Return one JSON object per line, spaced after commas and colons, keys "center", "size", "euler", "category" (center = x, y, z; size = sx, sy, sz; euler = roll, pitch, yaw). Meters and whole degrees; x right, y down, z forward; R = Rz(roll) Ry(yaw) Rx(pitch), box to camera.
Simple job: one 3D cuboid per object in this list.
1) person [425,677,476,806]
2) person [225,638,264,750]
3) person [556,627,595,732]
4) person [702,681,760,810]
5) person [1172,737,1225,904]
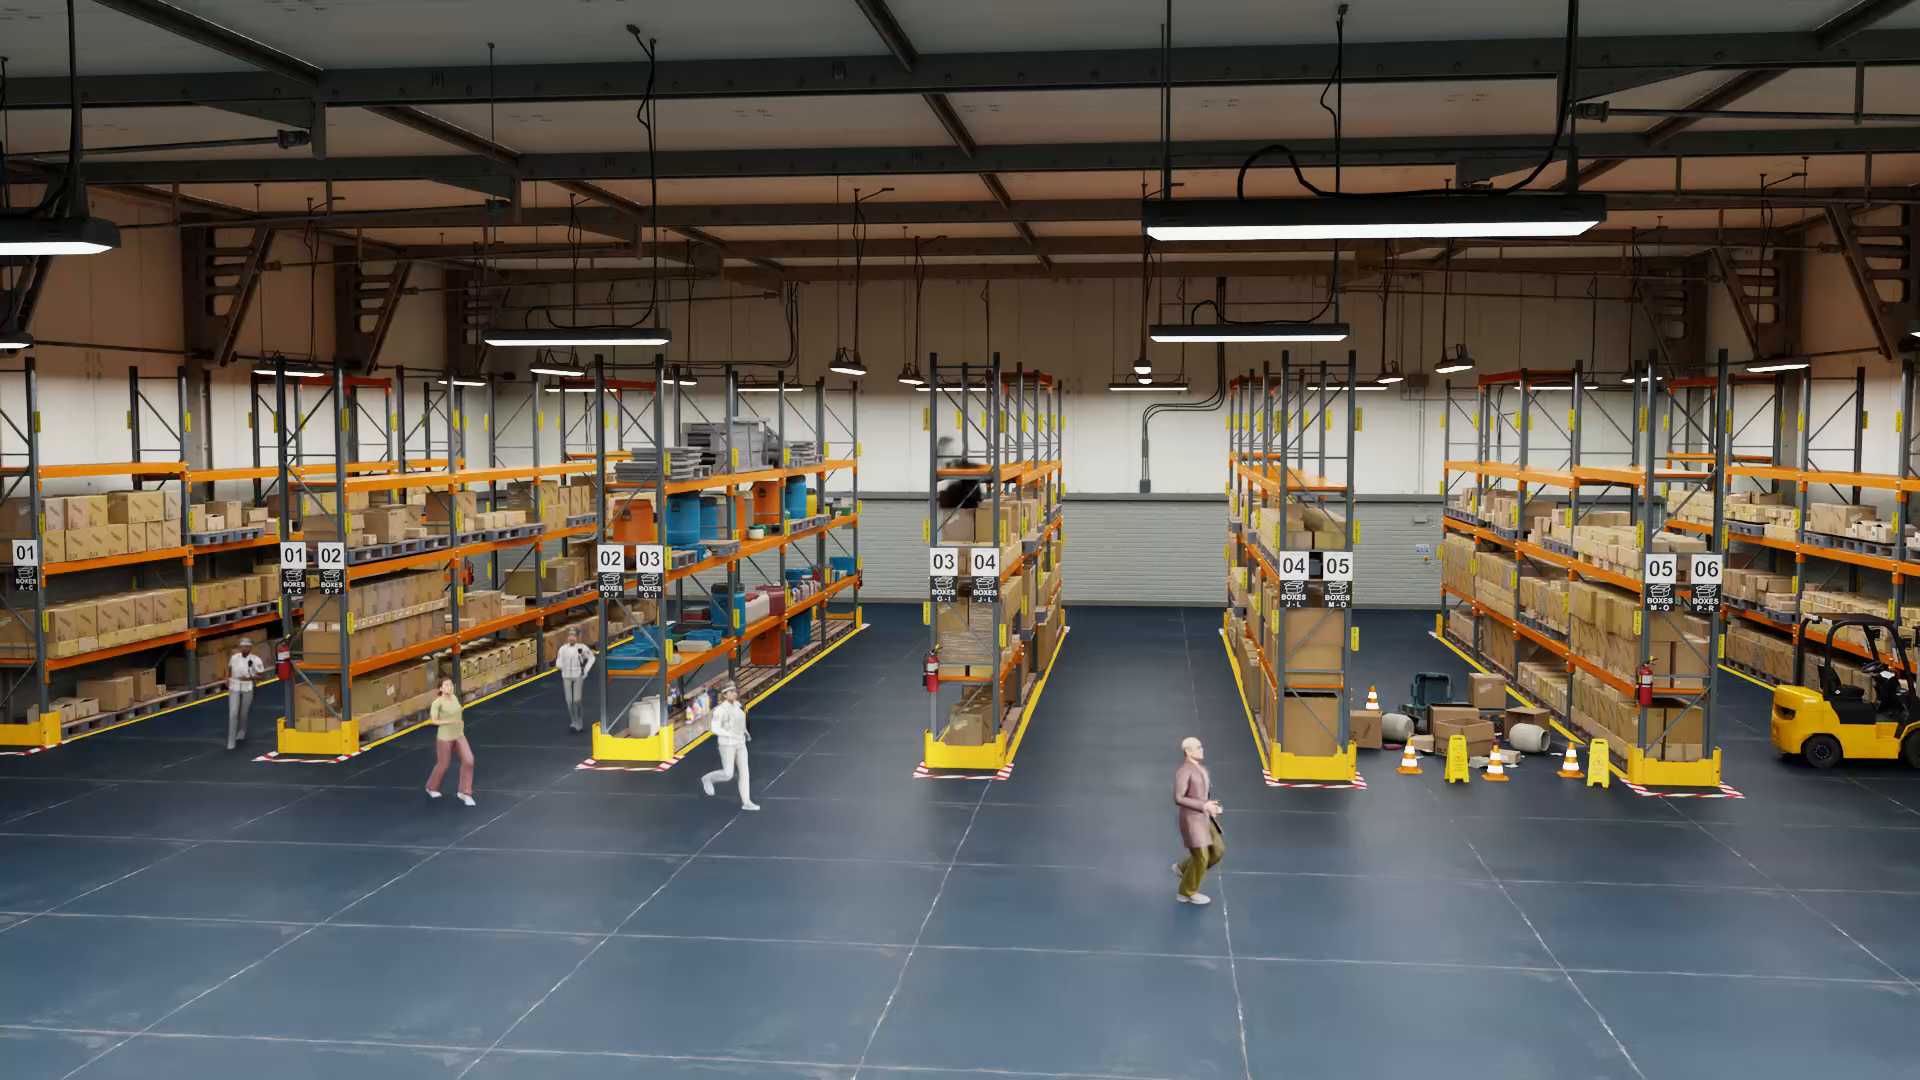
{"center": [-6.712, 2.650, 21.870], "size": [0.825, 1.673, 0.578], "euler": [3, 5, 36], "category": "person"}
{"center": [-11.104, 2.358, 25.848], "size": [0.587, 1.730, 0.847], "euler": [-1, 4, -13], "category": "person"}
{"center": [-6.256, 2.260, 26.932], "size": [0.594, 1.712, 0.638], "euler": [0, 4, 1], "category": "person"}
{"center": [-2.935, 2.642, 21.523], "size": [0.949, 1.656, 0.630], "euler": [3, 5, 39], "category": "person"}
{"center": [2.477, 2.910, 17.254], "size": [0.651, 1.729, 0.703], "euler": [2, 5, 31], "category": "person"}
